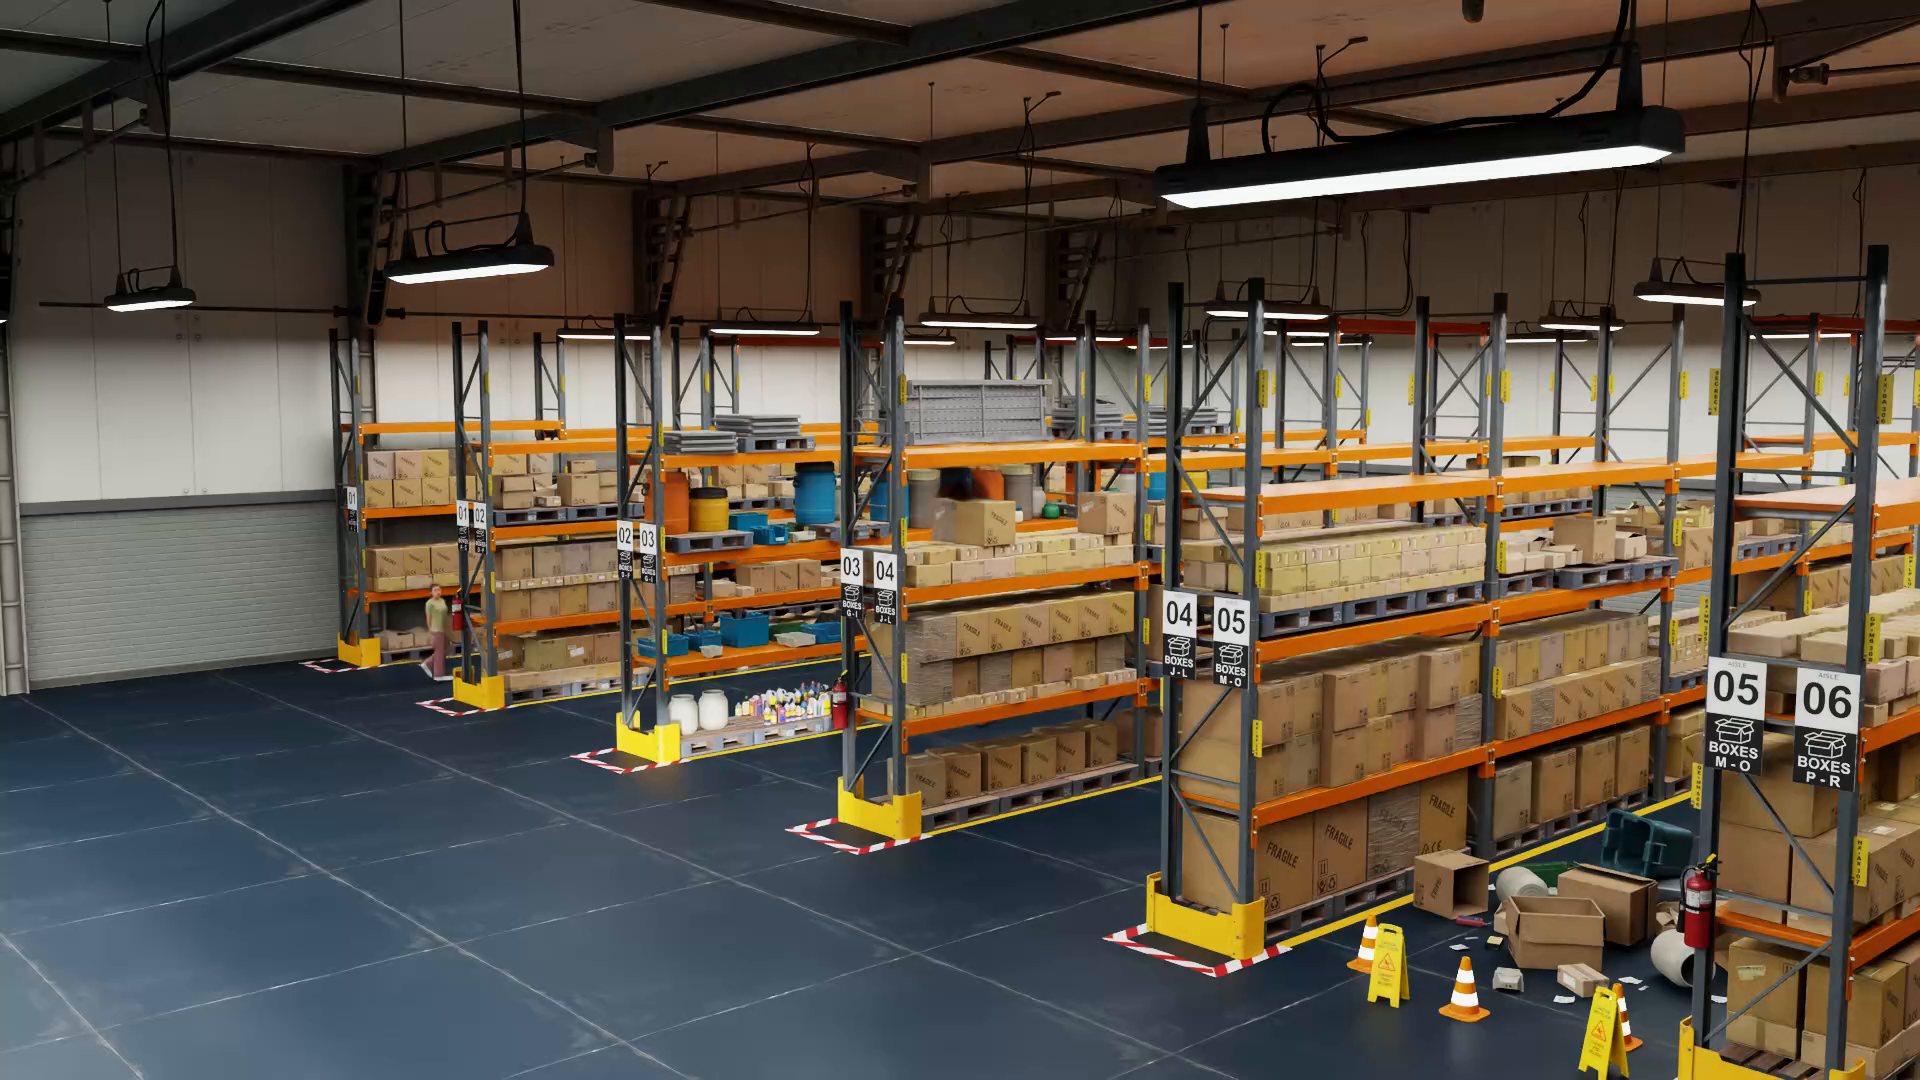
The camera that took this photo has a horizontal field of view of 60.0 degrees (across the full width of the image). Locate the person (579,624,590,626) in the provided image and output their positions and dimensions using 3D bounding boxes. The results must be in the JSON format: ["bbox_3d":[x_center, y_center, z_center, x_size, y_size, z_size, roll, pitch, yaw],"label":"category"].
[{"bbox_3d":[-6.599,1.498,29.222,0.450,1.612,0.416,0,6,0],"label":"person"}]

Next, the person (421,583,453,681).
[{"bbox_3d":[-8.855,1.550,28.069,0.536,1.661,0.442,-1,6,-8],"label":"person"}]

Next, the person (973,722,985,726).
[{"bbox_3d":[0.379,1.889,24.724,0.457,1.645,0.846,3,7,31],"label":"person"}]
